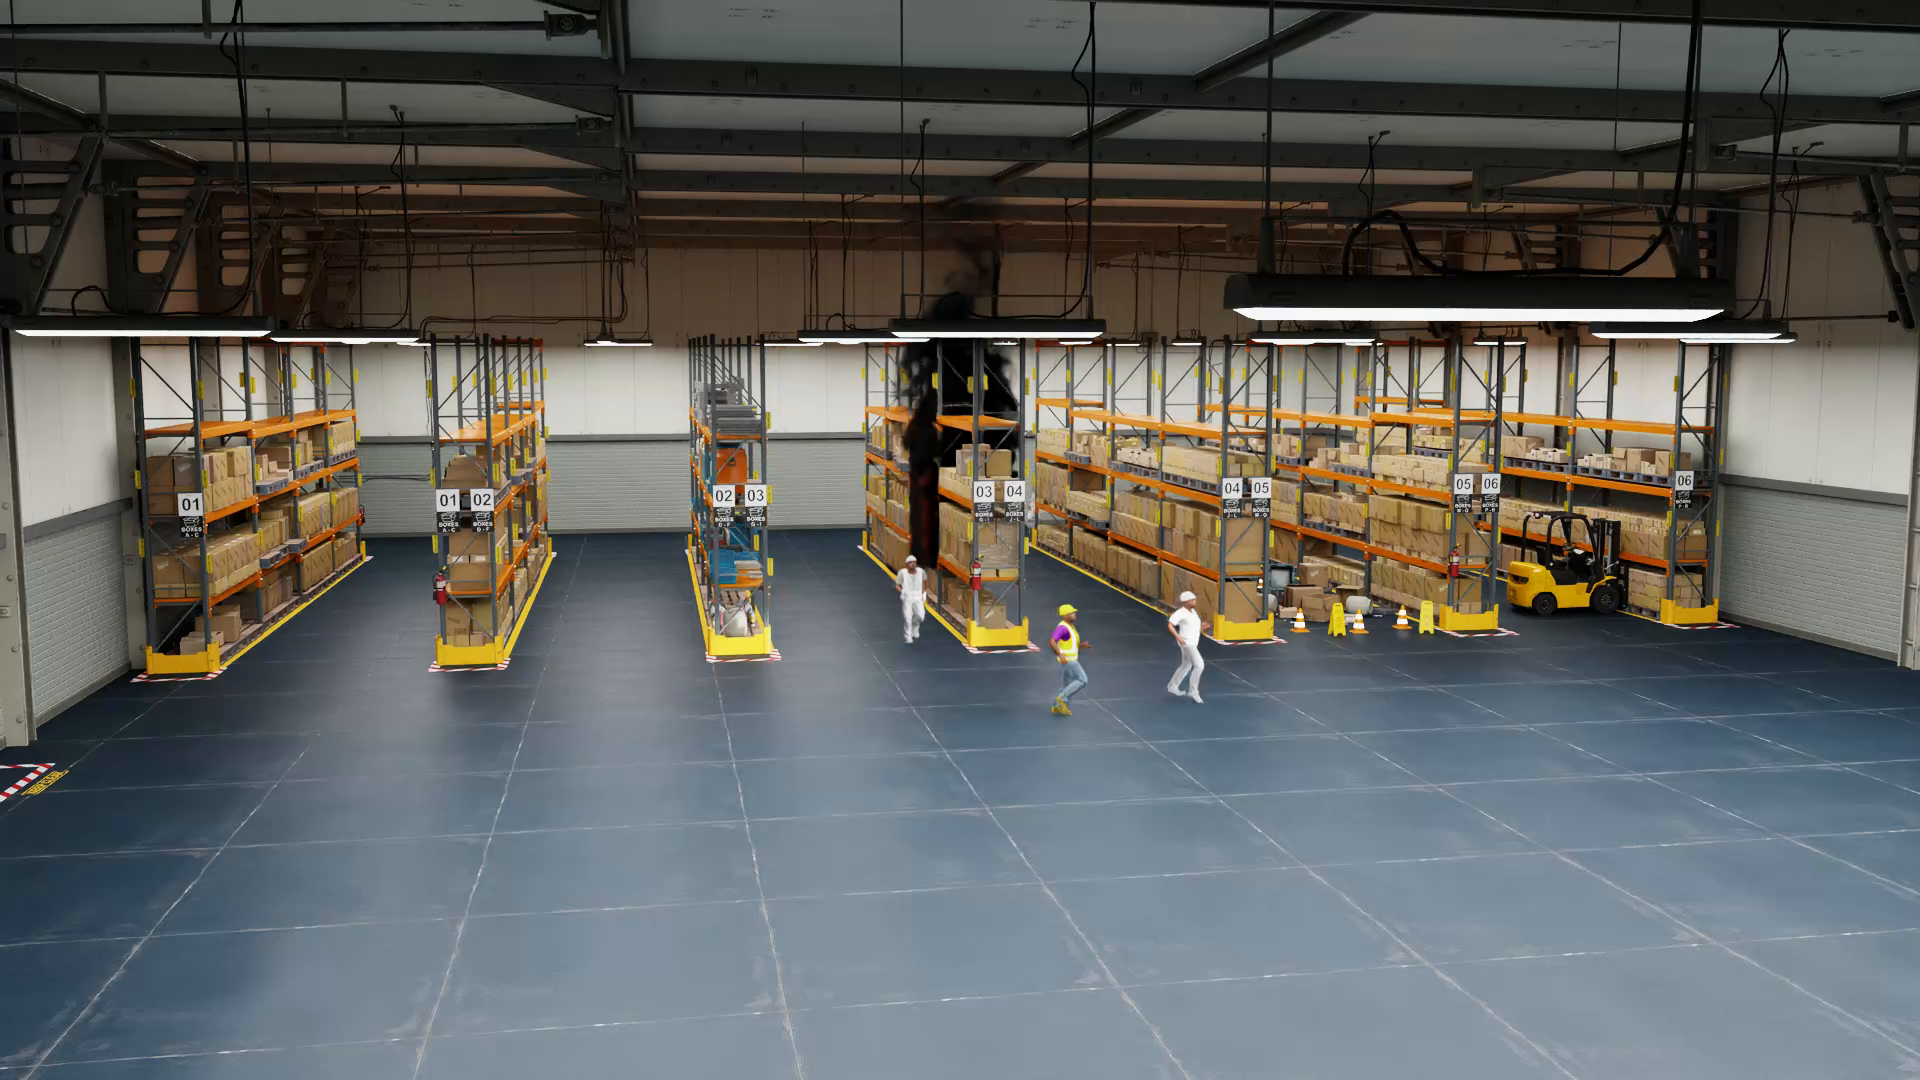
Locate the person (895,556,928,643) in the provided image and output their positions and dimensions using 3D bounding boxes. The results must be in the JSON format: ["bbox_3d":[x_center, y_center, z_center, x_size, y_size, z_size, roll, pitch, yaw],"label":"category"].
[{"bbox_3d":[-0.916,1.157,32.339,0.685,1.728,0.633,-2,7,-14],"label":"person"}]

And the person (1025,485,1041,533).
[{"bbox_3d":[2.237,-0.852,49.935,0.594,1.717,0.777,1,7,5],"label":"person"}]

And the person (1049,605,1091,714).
[{"bbox_3d":[1.737,1.870,26.052,0.632,1.726,0.680,1,7,8],"label":"person"}]

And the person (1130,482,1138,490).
[{"bbox_3d":[5.349,-0.905,50.590,0.860,1.725,0.623,0,7,2],"label":"person"}]

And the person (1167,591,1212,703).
[{"bbox_3d":[3.733,1.744,27.146,0.720,1.826,0.674,2,7,20],"label":"person"}]
